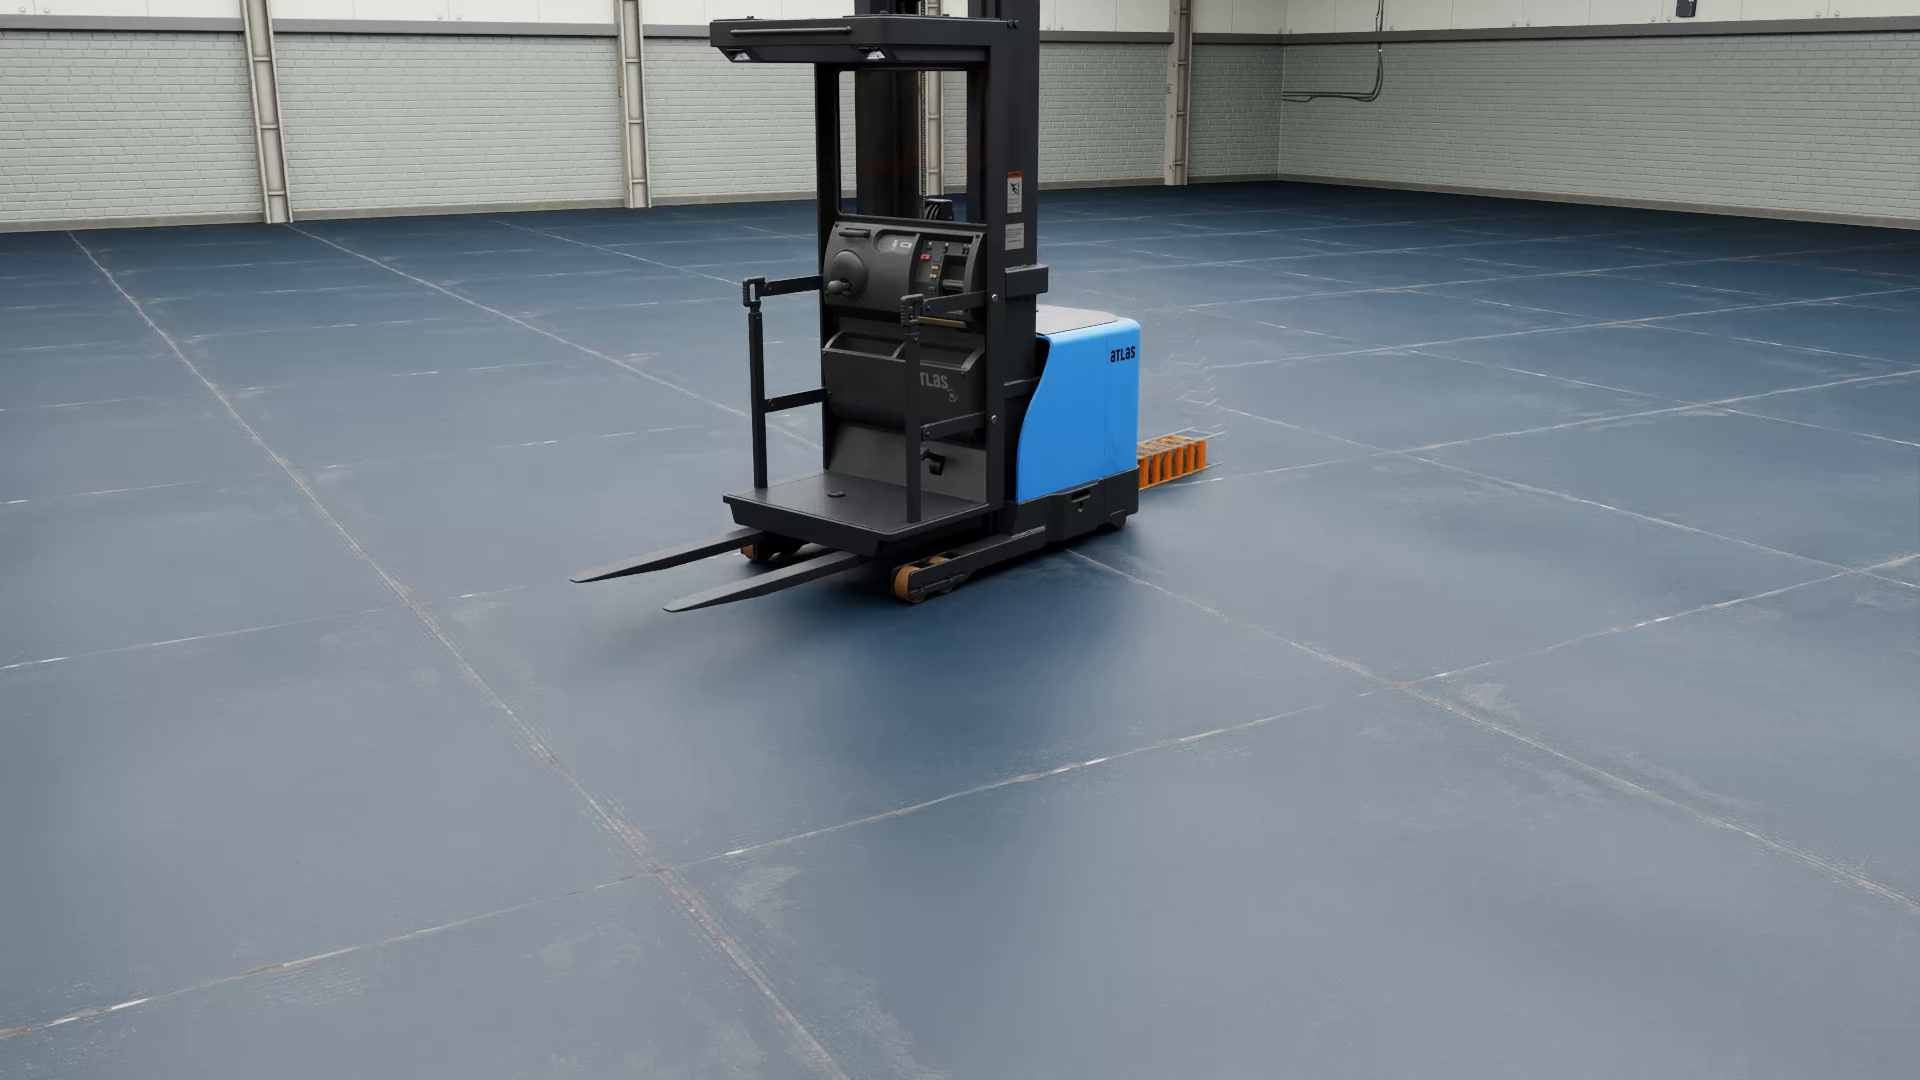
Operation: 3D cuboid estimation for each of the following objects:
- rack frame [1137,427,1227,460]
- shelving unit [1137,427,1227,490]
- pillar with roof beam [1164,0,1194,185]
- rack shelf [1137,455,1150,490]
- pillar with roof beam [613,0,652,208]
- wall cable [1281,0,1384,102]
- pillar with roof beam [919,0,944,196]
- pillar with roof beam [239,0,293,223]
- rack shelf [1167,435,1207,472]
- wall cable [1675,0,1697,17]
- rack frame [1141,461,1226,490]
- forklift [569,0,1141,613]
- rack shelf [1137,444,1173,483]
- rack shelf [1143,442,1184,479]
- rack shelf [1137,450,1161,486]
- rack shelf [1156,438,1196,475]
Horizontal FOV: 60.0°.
[{"bbox_3d":[1.131,-0.546,9.659,0.240,0.006,1.200,13,20,39],"label":"rack frame"},{"bbox_3d":[1.131,-0.458,9.684,0.258,0.189,1.200,13,20,39],"label":"shelving unit"},{"bbox_3d":[6.799,-10.901,30.627,0.400,9.000,9.100,-9,18,-30],"label":"pillar with roof beam"},{"bbox_3d":[0.947,-0.399,9.475,0.258,0.180,0.103,13,20,39],"label":"rack shelf"},{"bbox_3d":[-3.487,-9.233,24.676,0.400,9.000,9.100,-9,18,-30],"label":"pillar with roof beam"},{"bbox_3d":[7.789,-10.506,34.969,0.112,2.526,3.097,-9,18,-30],"label":"wall cable"},{"bbox_3d":[1.656,-10.067,27.651,0.400,9.000,9.100,-9,18,-30],"label":"pillar with roof beam"},{"bbox_3d":[-8.630,-8.399,21.701,0.400,9.000,9.100,-9,18,-30],"label":"pillar with roof beam"},{"bbox_3d":[1.336,-0.523,9.915,0.258,0.180,0.103,13,20,39],"label":"rack shelf"},{"bbox_3d":[12.664,-11.440,26.247,0.169,6.003,2.305,-9,18,-30],"label":"wall cable"},{"bbox_3d":[1.131,-0.370,9.708,0.240,0.006,1.200,13,20,39],"label":"rack frame"},{"bbox_3d":[-0.408,-1.283,7.557,1.130,2.935,3.031,13,20,39],"label":"forklift"},{"bbox_3d":[1.103,-0.449,9.651,0.258,0.180,0.103,13,20,39],"label":"rack shelf"},{"bbox_3d":[1.180,-0.473,9.739,0.258,0.180,0.103,13,20,39],"label":"rack shelf"},{"bbox_3d":[1.025,-0.424,9.563,0.258,0.180,0.103,13,20,39],"label":"rack shelf"},{"bbox_3d":[1.258,-0.498,9.827,0.258,0.180,0.103,13,20,39],"label":"rack shelf"}]
